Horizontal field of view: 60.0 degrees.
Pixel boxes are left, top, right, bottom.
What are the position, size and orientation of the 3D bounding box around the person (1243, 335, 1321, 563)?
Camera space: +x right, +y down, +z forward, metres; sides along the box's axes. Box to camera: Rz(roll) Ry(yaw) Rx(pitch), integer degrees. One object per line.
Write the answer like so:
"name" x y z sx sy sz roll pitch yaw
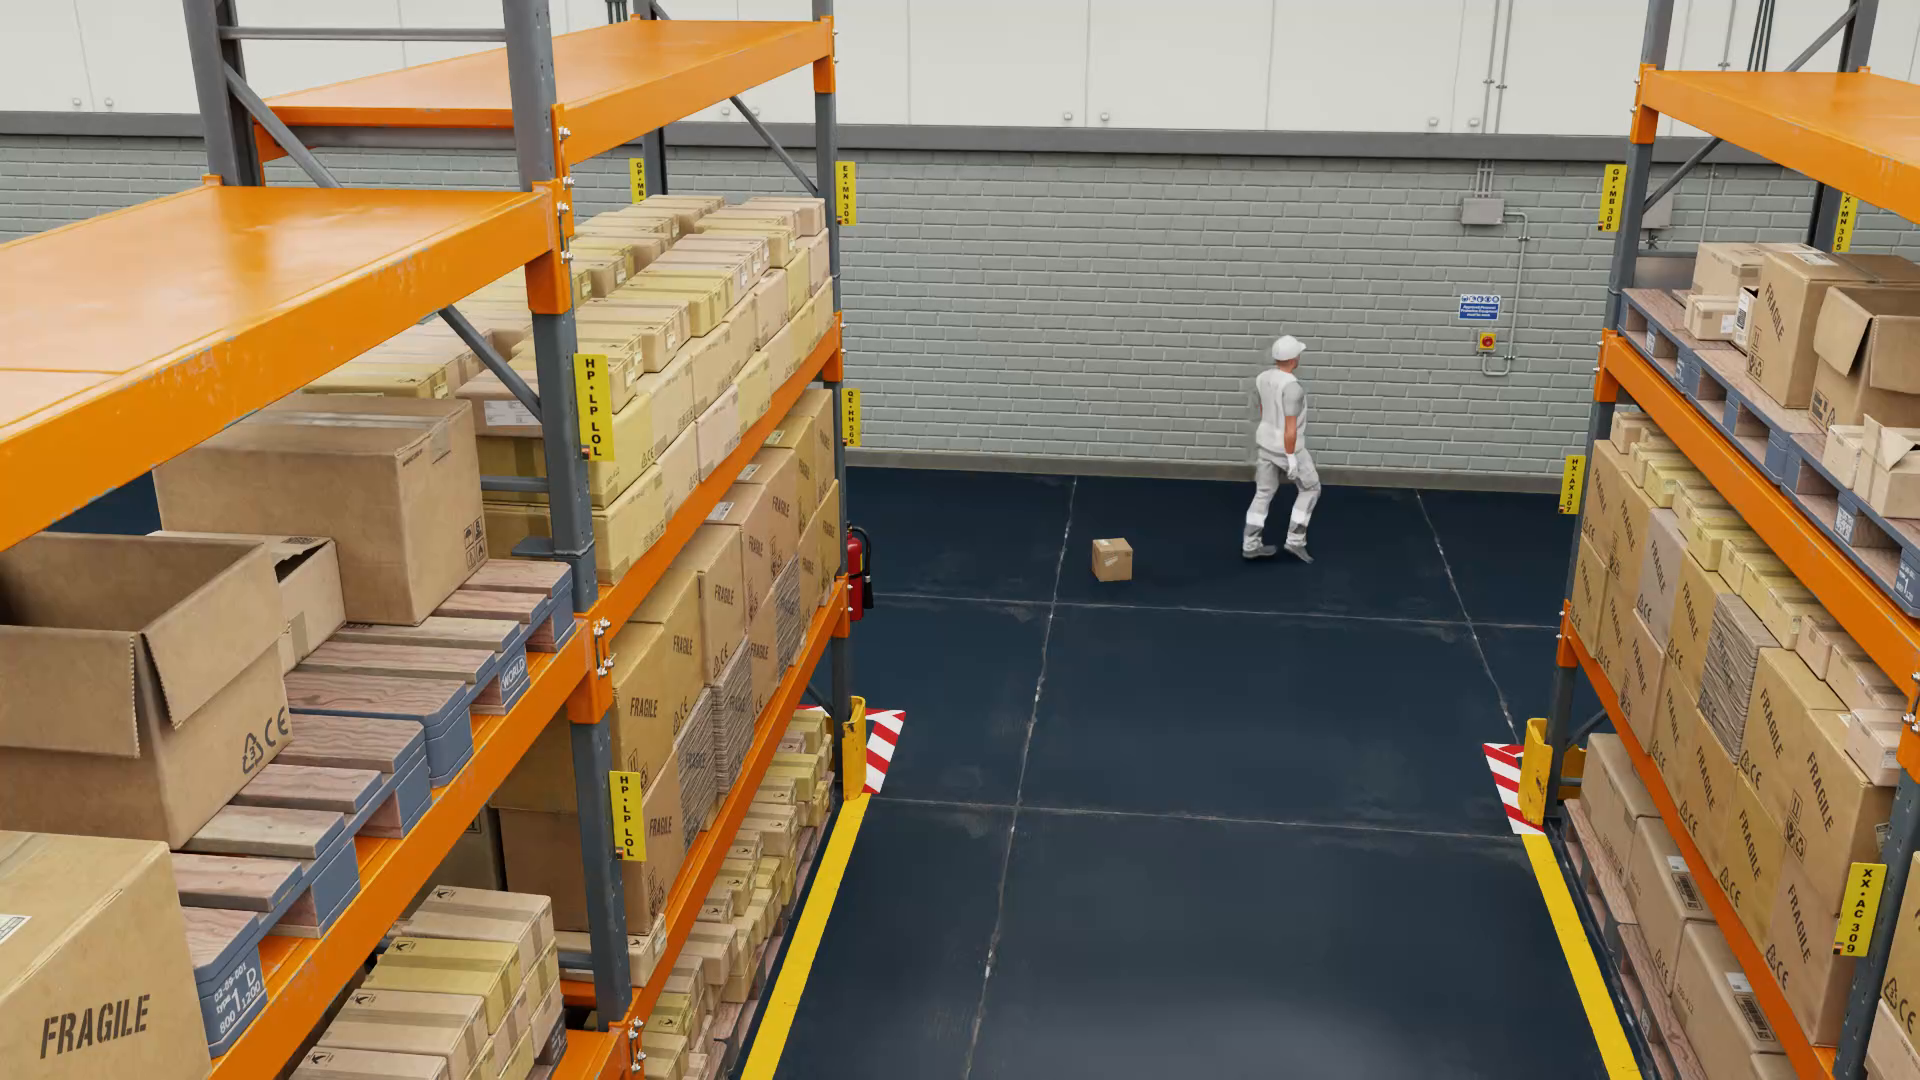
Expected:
"person" 2.493 -0.677 12.823 0.543 1.842 0.594 -11 24 -27
